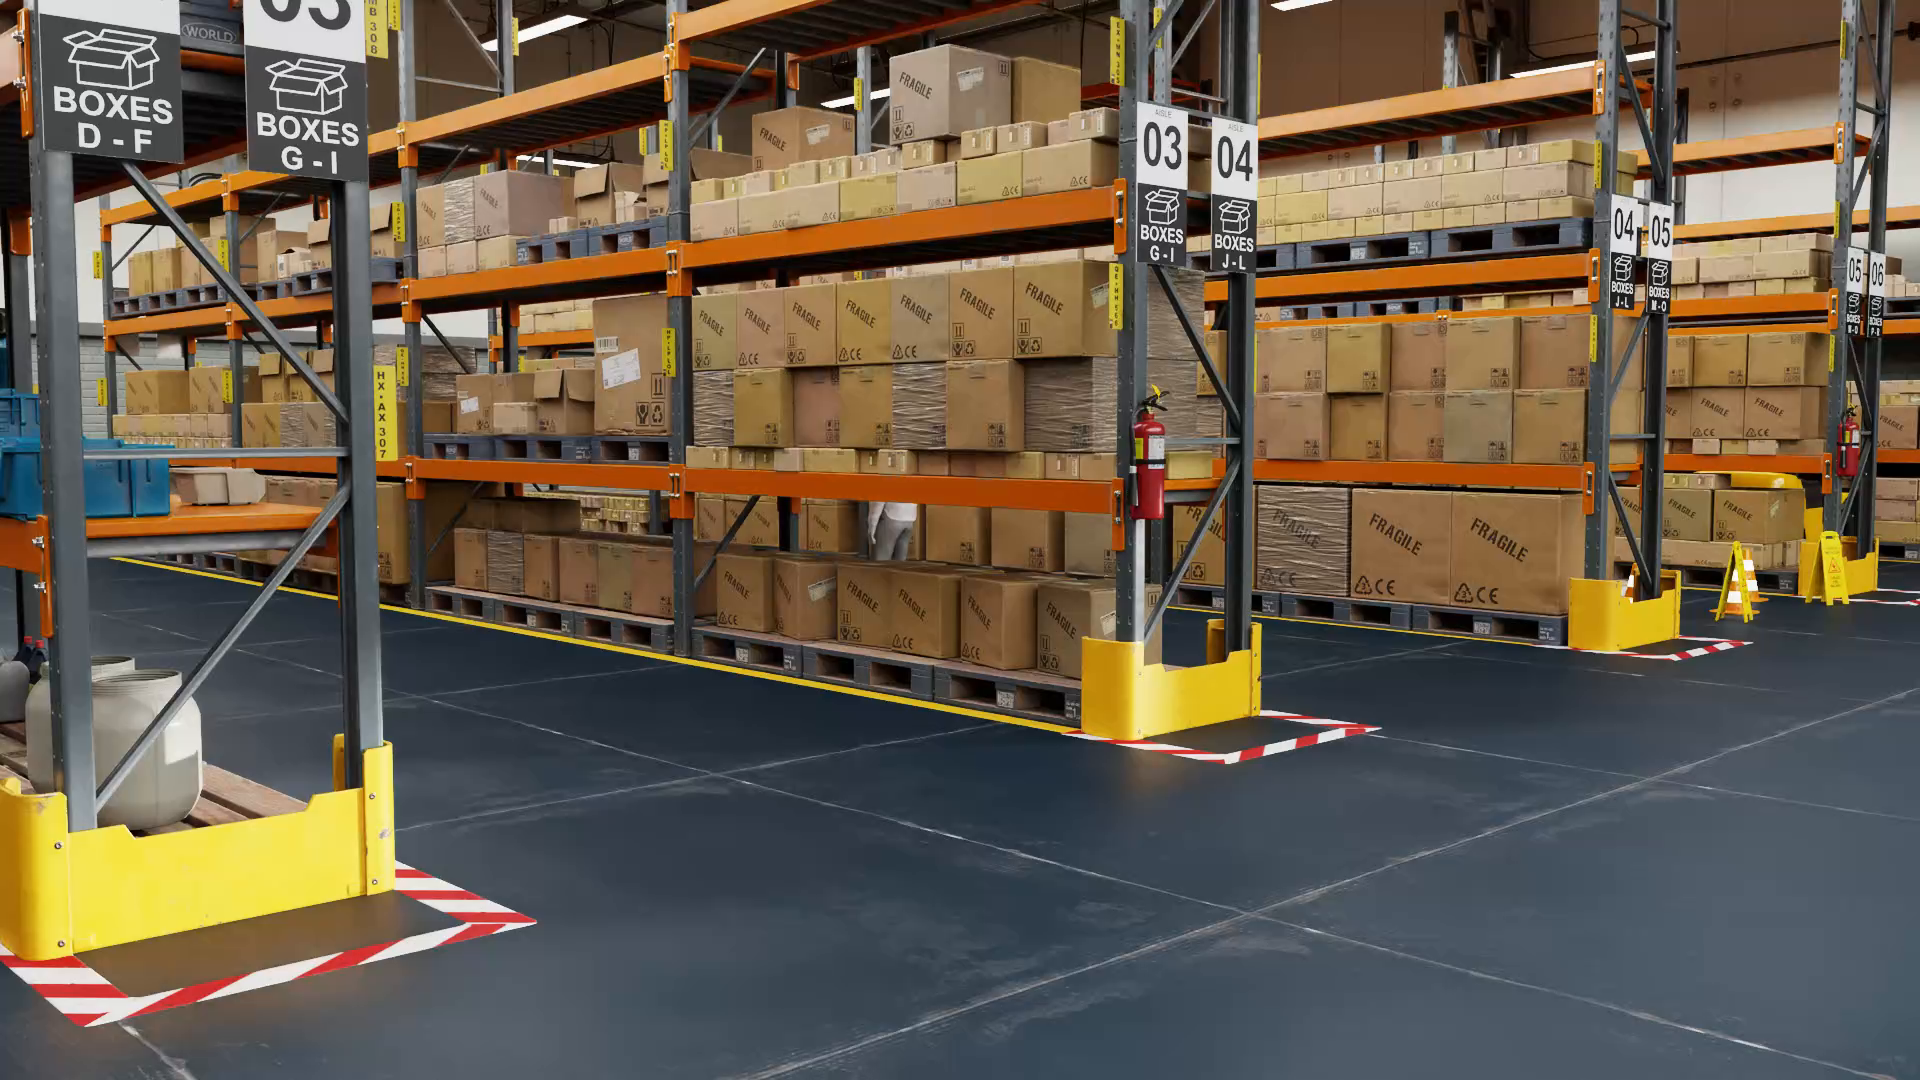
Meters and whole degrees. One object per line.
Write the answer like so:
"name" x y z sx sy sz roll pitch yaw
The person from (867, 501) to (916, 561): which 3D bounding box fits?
"person" -0.543 -0.123 12.767 0.374 1.662 0.540 2 5 29
